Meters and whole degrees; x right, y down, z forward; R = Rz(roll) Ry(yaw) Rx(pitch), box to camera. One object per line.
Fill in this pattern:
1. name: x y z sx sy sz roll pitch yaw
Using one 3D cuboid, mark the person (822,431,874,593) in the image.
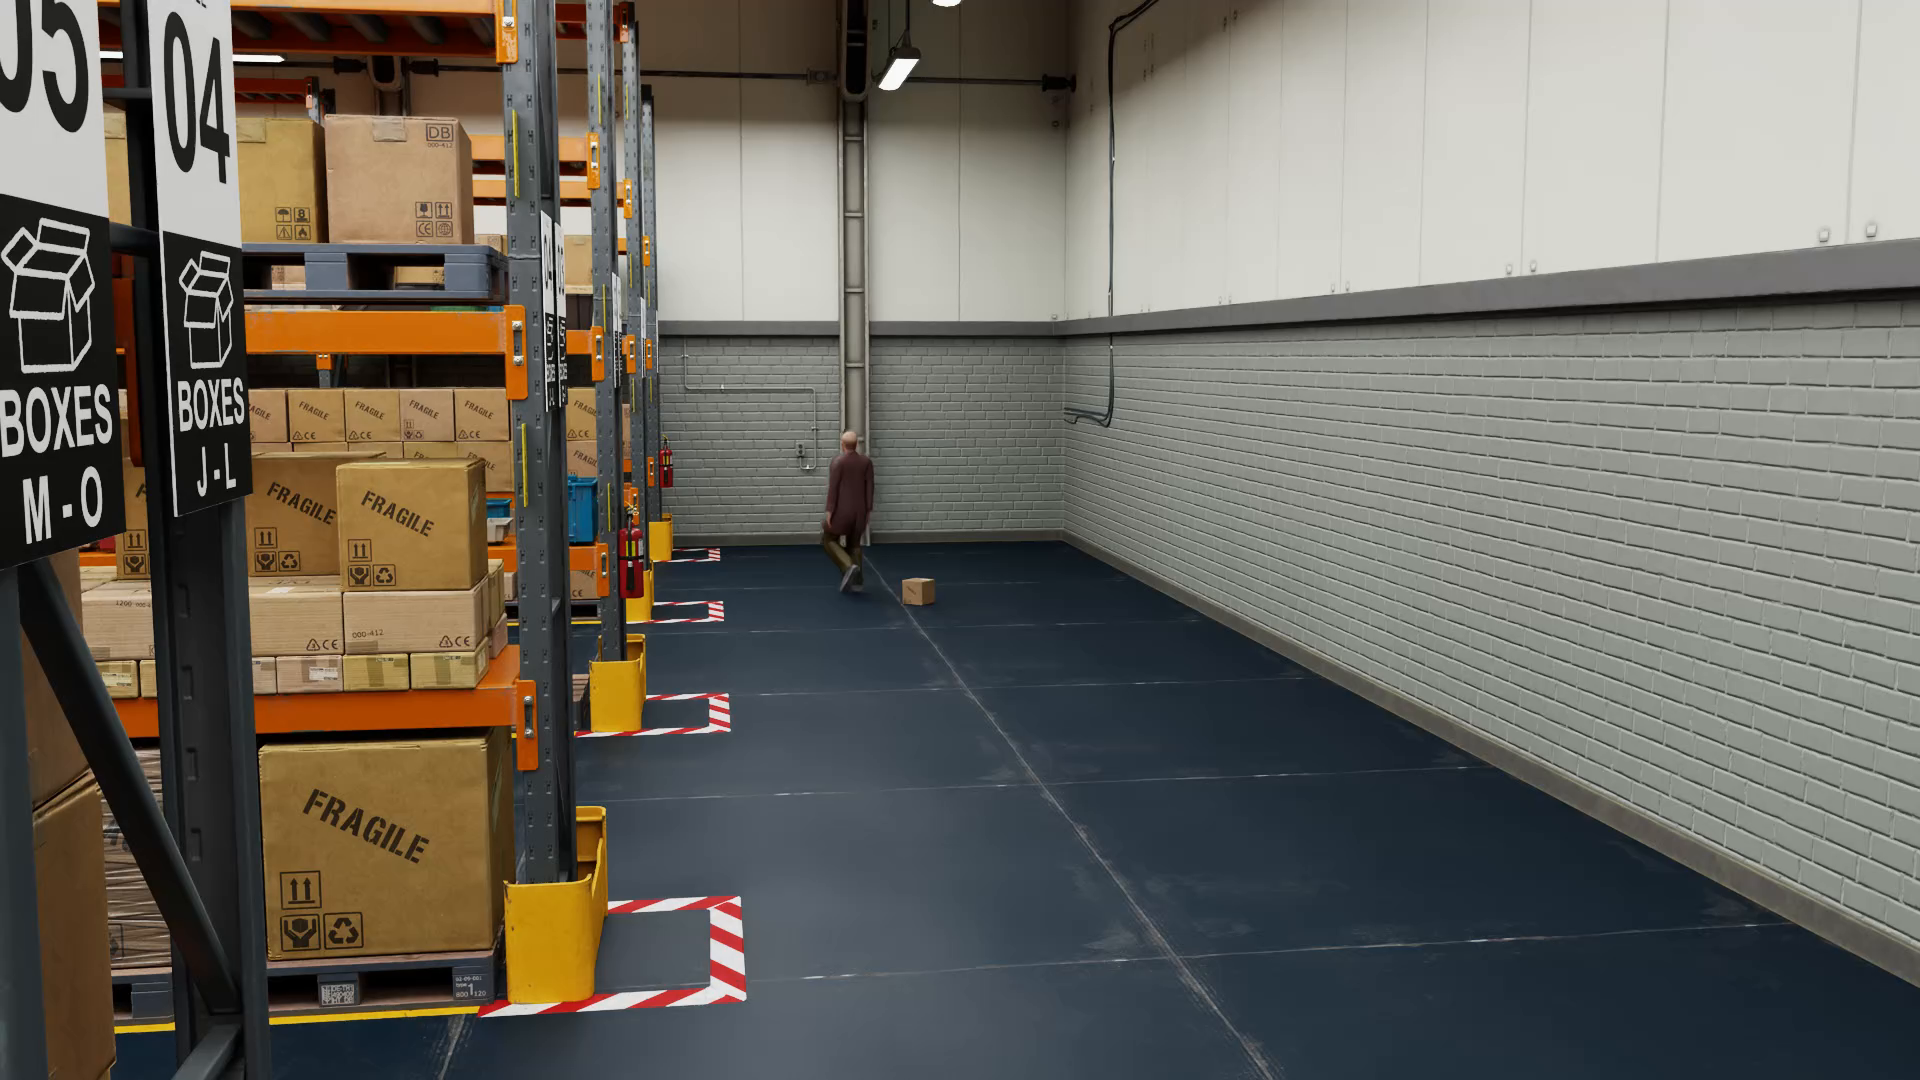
1. person: -1.231 -0.312 18.313 0.607 1.775 0.525 -4 8 -35
